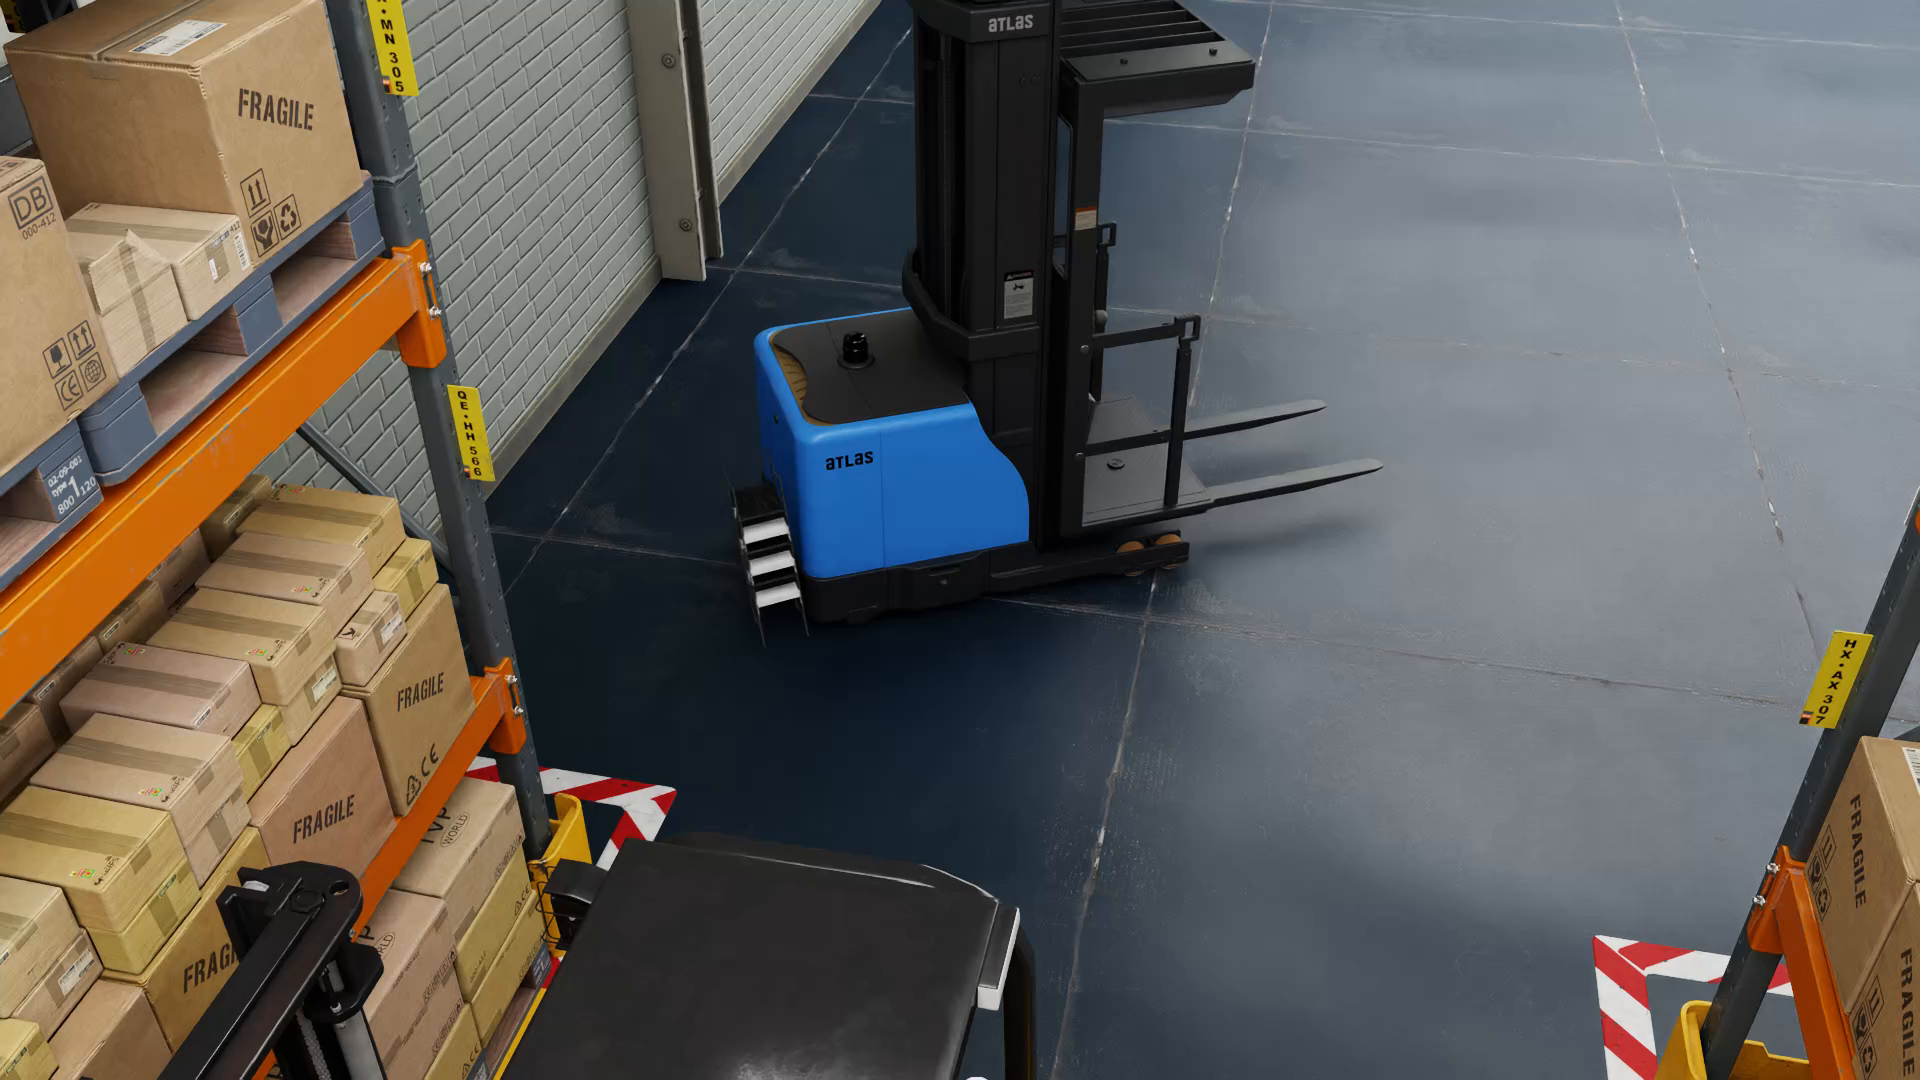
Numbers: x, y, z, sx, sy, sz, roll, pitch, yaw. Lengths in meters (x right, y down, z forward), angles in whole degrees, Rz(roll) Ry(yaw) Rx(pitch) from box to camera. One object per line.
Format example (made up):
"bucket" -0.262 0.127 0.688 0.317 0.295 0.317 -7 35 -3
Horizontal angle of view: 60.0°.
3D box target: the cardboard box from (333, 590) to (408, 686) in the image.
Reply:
"cardboard box" -1.807 0.255 4.704 0.380 0.149 0.250 8 37 11

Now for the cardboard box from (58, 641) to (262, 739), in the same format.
"cardboard box" -2.030 0.414 4.231 0.380 0.149 0.250 8 37 10

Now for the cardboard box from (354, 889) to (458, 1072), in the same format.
"cardboard box" -1.878 1.309 5.021 0.500 0.250 0.500 8 37 11

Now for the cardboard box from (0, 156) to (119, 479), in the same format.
"cardboard box" -2.154 -0.433 3.207 0.700 0.500 0.500 8 37 10

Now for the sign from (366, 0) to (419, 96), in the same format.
"sign" -1.454 -1.291 4.232 0.100 0.325 0.005 7 37 10

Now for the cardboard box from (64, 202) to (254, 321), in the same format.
"cardboard box" -1.862 -0.636 3.787 0.380 0.149 0.250 6 36 9

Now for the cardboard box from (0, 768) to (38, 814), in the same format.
"cardboard box" -2.597 0.607 4.219 0.380 0.149 0.250 8 37 10

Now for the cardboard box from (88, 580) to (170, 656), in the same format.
"cardboard box" -2.393 0.215 4.506 0.380 0.149 0.250 8 37 11

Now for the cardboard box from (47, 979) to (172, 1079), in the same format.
"cardboard box" -2.156 1.328 3.776 0.500 0.500 0.500 8 37 10

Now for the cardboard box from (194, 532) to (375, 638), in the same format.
"cardboard box" -1.874 0.127 4.627 0.380 0.149 0.250 7 37 10

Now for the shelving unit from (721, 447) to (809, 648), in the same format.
"shelving unit" -0.864 0.043 7.411 0.210 0.900 0.258 -15 38 -12

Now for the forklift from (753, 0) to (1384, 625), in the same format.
"forklift" 0.596 -1.297 7.543 3.031 2.935 1.130 -11 37 -14

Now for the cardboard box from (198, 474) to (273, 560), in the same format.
"cardboard box" -2.262 -0.084 4.918 0.380 0.149 0.250 7 36 9

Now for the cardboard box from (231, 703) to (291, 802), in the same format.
"cardboard box" -1.987 0.537 4.316 0.380 0.149 0.250 7 37 10

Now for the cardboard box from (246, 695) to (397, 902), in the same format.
"cardboard box" -1.950 0.745 4.581 0.500 0.500 0.500 8 37 11

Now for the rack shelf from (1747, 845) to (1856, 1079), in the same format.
"rack shelf" 2.441 2.232 3.228 1.077 0.370 4.000 7 37 10

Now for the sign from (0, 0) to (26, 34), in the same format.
"sign" -2.522 -1.500 4.395 0.100 0.325 0.005 7 37 10

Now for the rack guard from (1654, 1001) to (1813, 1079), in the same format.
"rack guard" 2.852 1.850 5.272 1.175 0.500 0.348 7 37 10

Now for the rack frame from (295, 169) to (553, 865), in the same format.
"rack frame" -1.981 0.174 5.454 1.000 3.000 0.127 7 37 10

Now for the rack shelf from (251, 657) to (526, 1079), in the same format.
"rack shelf" -2.409 1.612 4.083 1.077 0.370 4.000 7 37 10

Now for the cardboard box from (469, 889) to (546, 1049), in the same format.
"cardboard box" -1.773 1.426 5.711 0.500 0.250 0.500 8 37 10

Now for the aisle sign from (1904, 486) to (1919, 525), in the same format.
"aisle sign" 2.579 -0.333 3.938 0.394 0.787 0.004 7 37 10

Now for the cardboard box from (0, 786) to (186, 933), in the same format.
"cardboard box" -2.027 0.726 3.800 0.380 0.149 0.250 8 37 11

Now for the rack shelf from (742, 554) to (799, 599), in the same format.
"rack shelf" -0.854 0.140 7.486 0.200 0.077 0.258 -15 38 -12

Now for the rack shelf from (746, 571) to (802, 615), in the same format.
"rack shelf" -0.847 0.212 7.540 0.200 0.077 0.258 -15 38 -12

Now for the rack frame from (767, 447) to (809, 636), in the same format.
"rack frame" -0.768 0.017 7.431 0.006 0.900 0.240 -15 38 -12

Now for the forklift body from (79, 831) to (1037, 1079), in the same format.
"forklift body" -0.604 1.833 3.888 2.313 2.155 1.214 7 37 10

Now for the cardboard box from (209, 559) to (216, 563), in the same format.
"cardboard box" -2.307 0.033 5.011 0.380 0.149 0.250 6 36 9

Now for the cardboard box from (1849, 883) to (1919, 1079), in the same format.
"cardboard box" 2.389 1.167 3.745 0.500 0.500 0.500 8 37 11

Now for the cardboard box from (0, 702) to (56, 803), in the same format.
"cardboard box" -2.492 0.509 4.100 0.380 0.149 0.250 8 37 11

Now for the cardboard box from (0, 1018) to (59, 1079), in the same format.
"cardboard box" -2.161 1.130 3.497 0.380 0.149 0.250 7 36 9

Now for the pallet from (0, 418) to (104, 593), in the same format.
"pallet" -2.416 0.099 3.077 1.003 0.211 1.213 7 37 10

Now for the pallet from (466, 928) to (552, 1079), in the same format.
"pallet" -2.104 1.747 5.660 1.003 0.211 1.213 7 37 10

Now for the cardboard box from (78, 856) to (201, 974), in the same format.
"cardboard box" -2.032 0.843 3.893 0.380 0.149 0.250 8 37 10

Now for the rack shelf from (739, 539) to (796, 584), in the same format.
"rack shelf" -0.861 0.069 7.431 0.200 0.077 0.258 -15 38 -12

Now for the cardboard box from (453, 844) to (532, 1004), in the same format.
"cardboard box" -1.780 1.233 5.552 0.500 0.250 0.500 7 36 9
